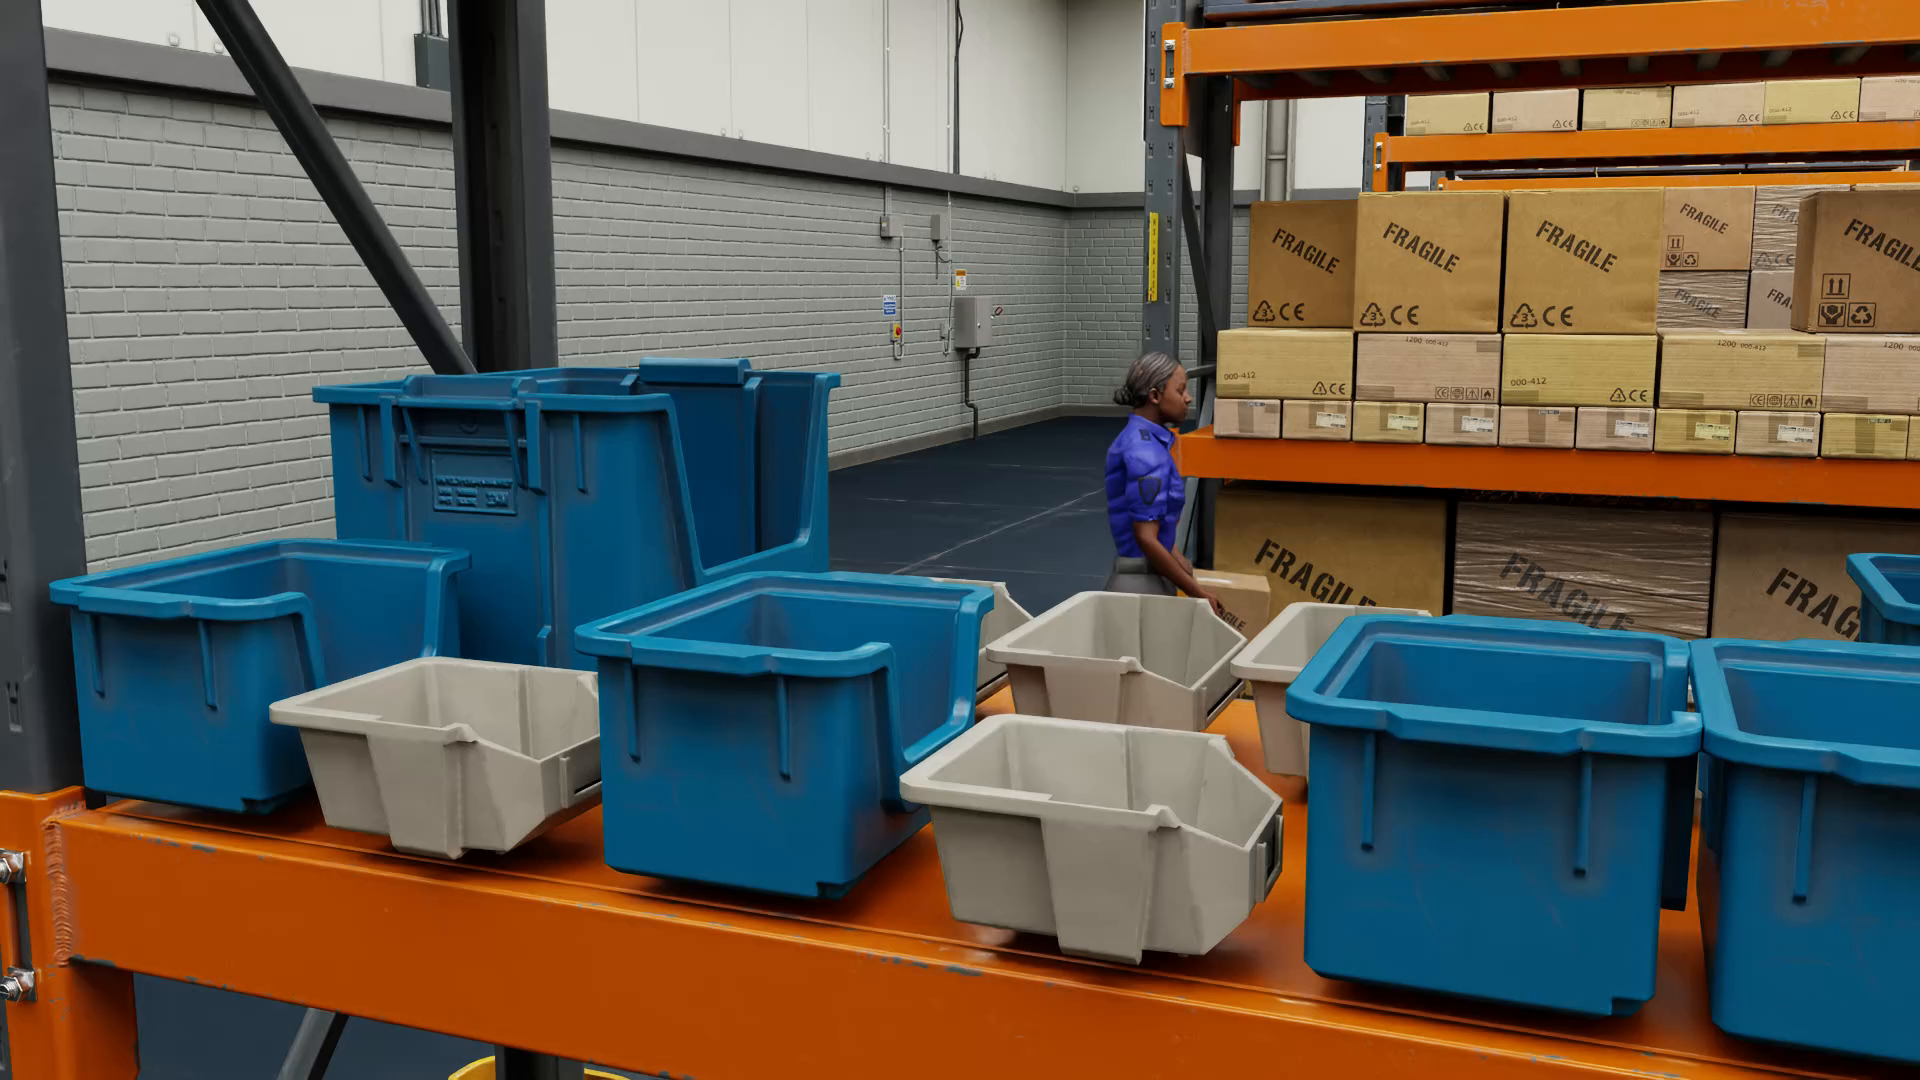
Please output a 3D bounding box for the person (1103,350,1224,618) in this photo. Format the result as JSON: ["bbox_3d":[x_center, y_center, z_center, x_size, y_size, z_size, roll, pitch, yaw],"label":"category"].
[{"bbox_3d":[0.668,0.212,5.481,0.405,1.663,0.479,1,9,7],"label":"person"}]
